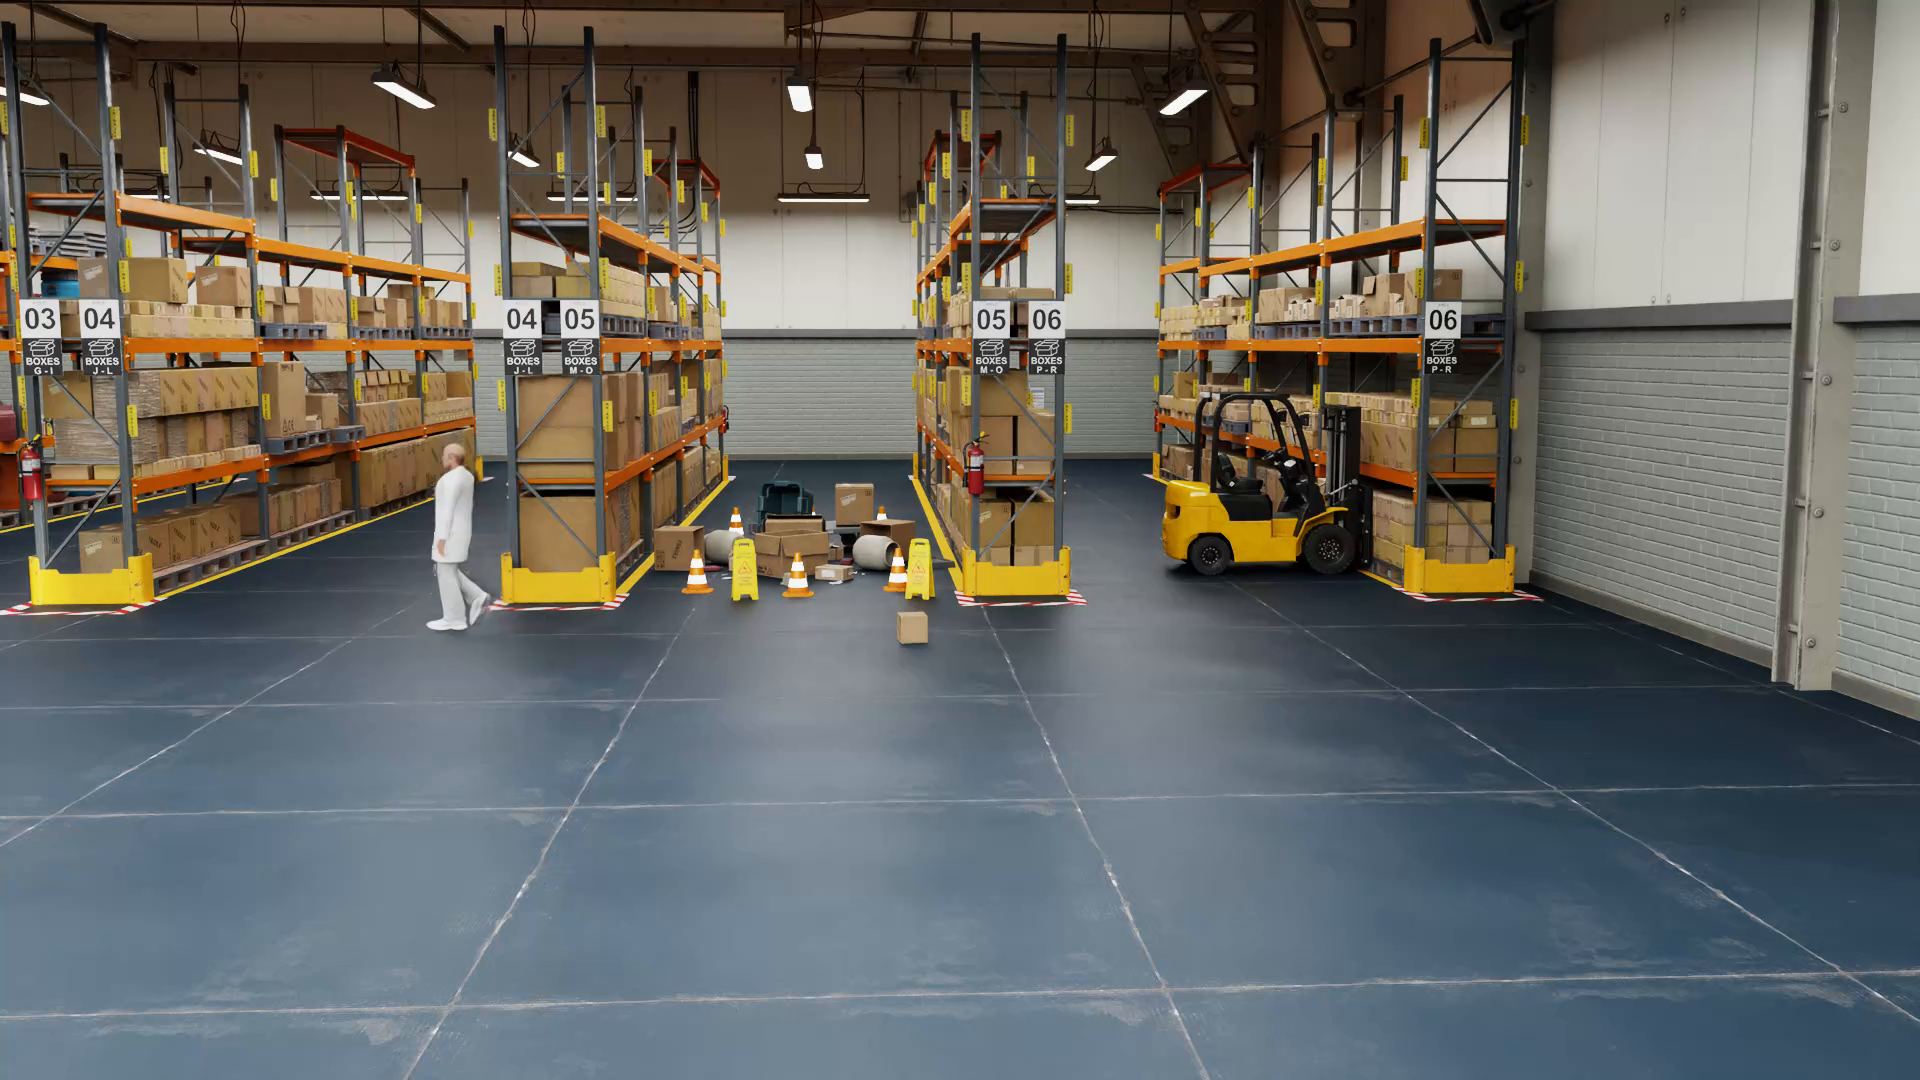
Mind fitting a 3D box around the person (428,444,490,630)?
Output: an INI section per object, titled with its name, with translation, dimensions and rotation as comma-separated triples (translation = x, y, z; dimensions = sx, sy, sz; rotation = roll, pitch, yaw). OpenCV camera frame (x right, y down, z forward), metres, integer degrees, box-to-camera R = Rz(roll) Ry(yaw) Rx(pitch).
[person]
translation = -4.812, -0.031, 15.846
dimensions = 0.560, 1.774, 0.585
rotation = 0, 7, 1
